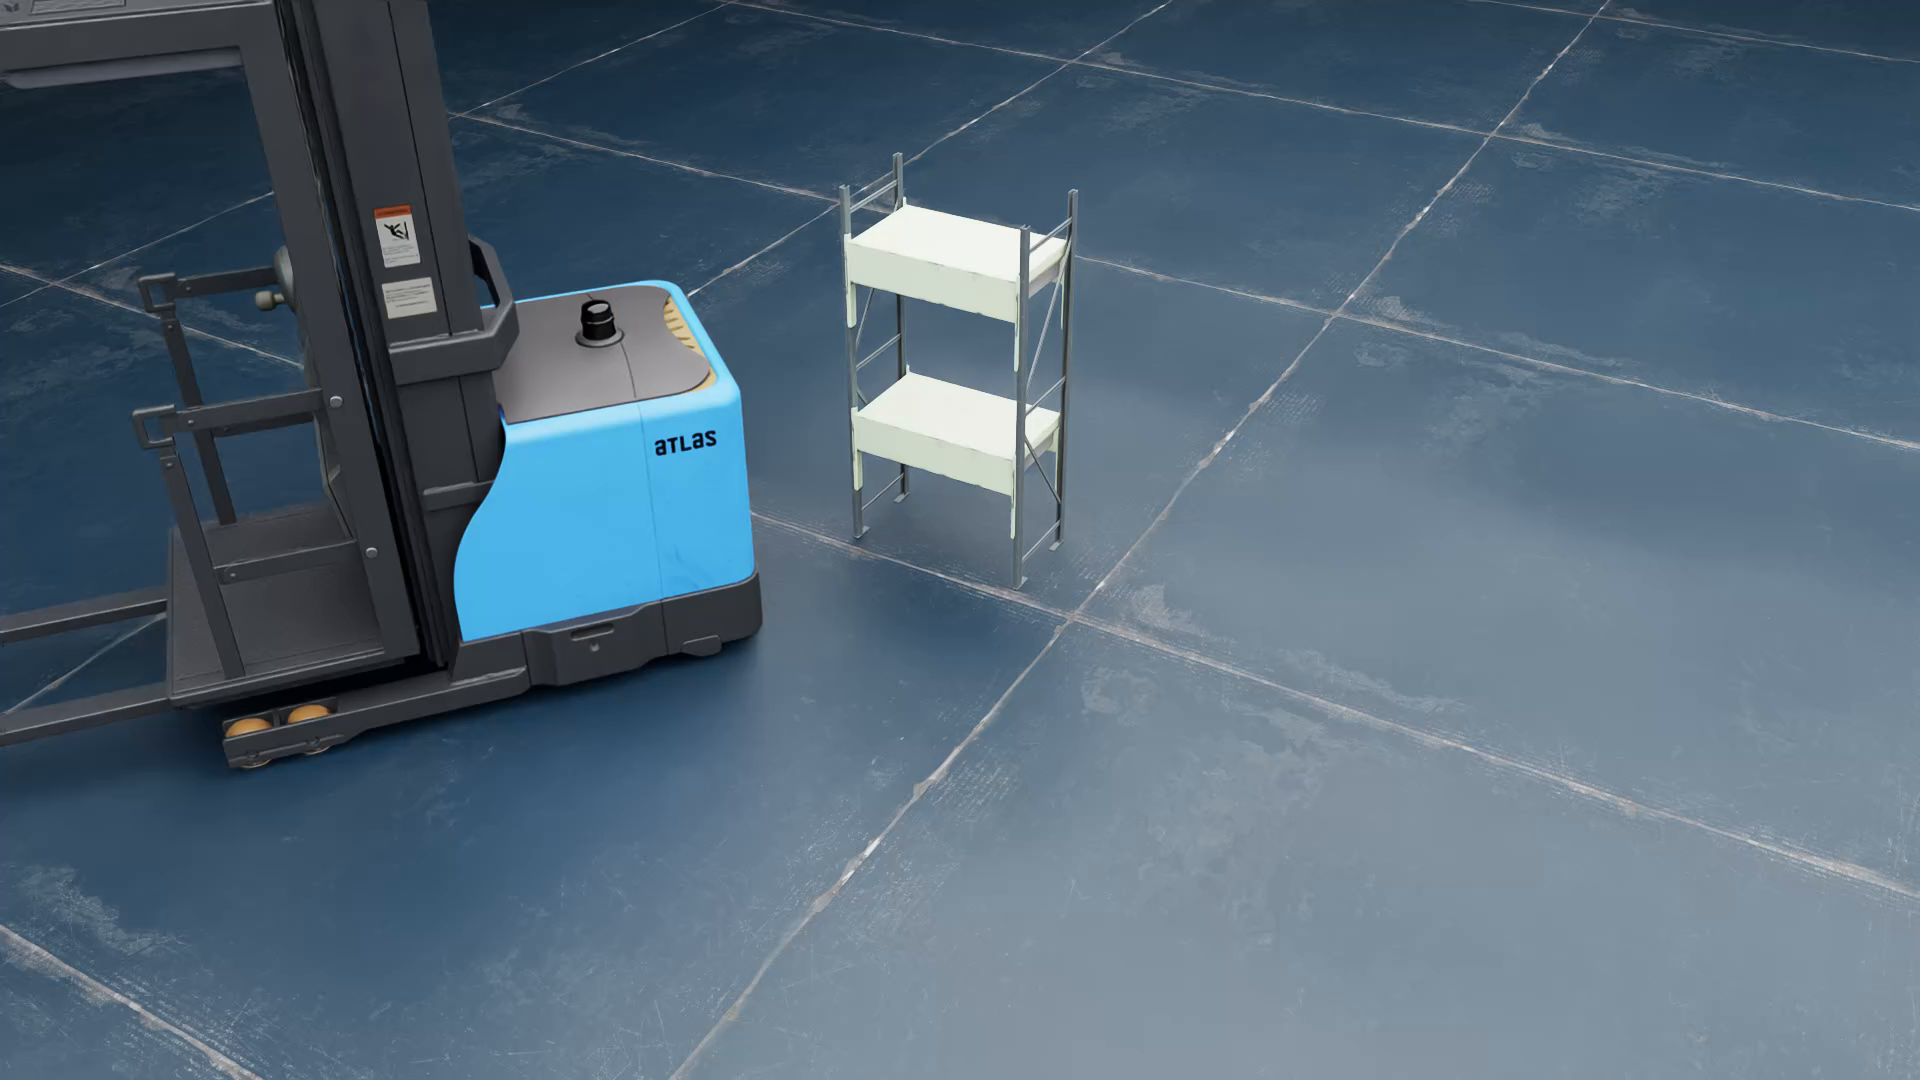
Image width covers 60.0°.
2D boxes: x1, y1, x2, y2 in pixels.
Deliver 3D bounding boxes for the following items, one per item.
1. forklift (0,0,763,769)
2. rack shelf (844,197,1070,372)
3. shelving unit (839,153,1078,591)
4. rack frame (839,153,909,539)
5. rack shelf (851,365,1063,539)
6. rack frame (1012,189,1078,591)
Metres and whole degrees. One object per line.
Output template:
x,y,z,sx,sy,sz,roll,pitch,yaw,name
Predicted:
-2.301,-0.785,5.285,3.031,2.935,1.130,-12,36,-18,forklift
-0.006,-0.951,6.121,0.720,0.370,0.431,18,37,24,rack shelf
-0.006,-0.626,6.337,0.755,1.500,0.431,18,37,24,shelving unit
-0.324,-0.727,6.488,0.023,1.500,0.400,18,37,24,rack frame
-0.006,-0.355,6.518,0.720,0.370,0.431,18,37,24,rack shelf
0.312,-0.525,6.186,0.023,1.500,0.400,18,37,24,rack frame
